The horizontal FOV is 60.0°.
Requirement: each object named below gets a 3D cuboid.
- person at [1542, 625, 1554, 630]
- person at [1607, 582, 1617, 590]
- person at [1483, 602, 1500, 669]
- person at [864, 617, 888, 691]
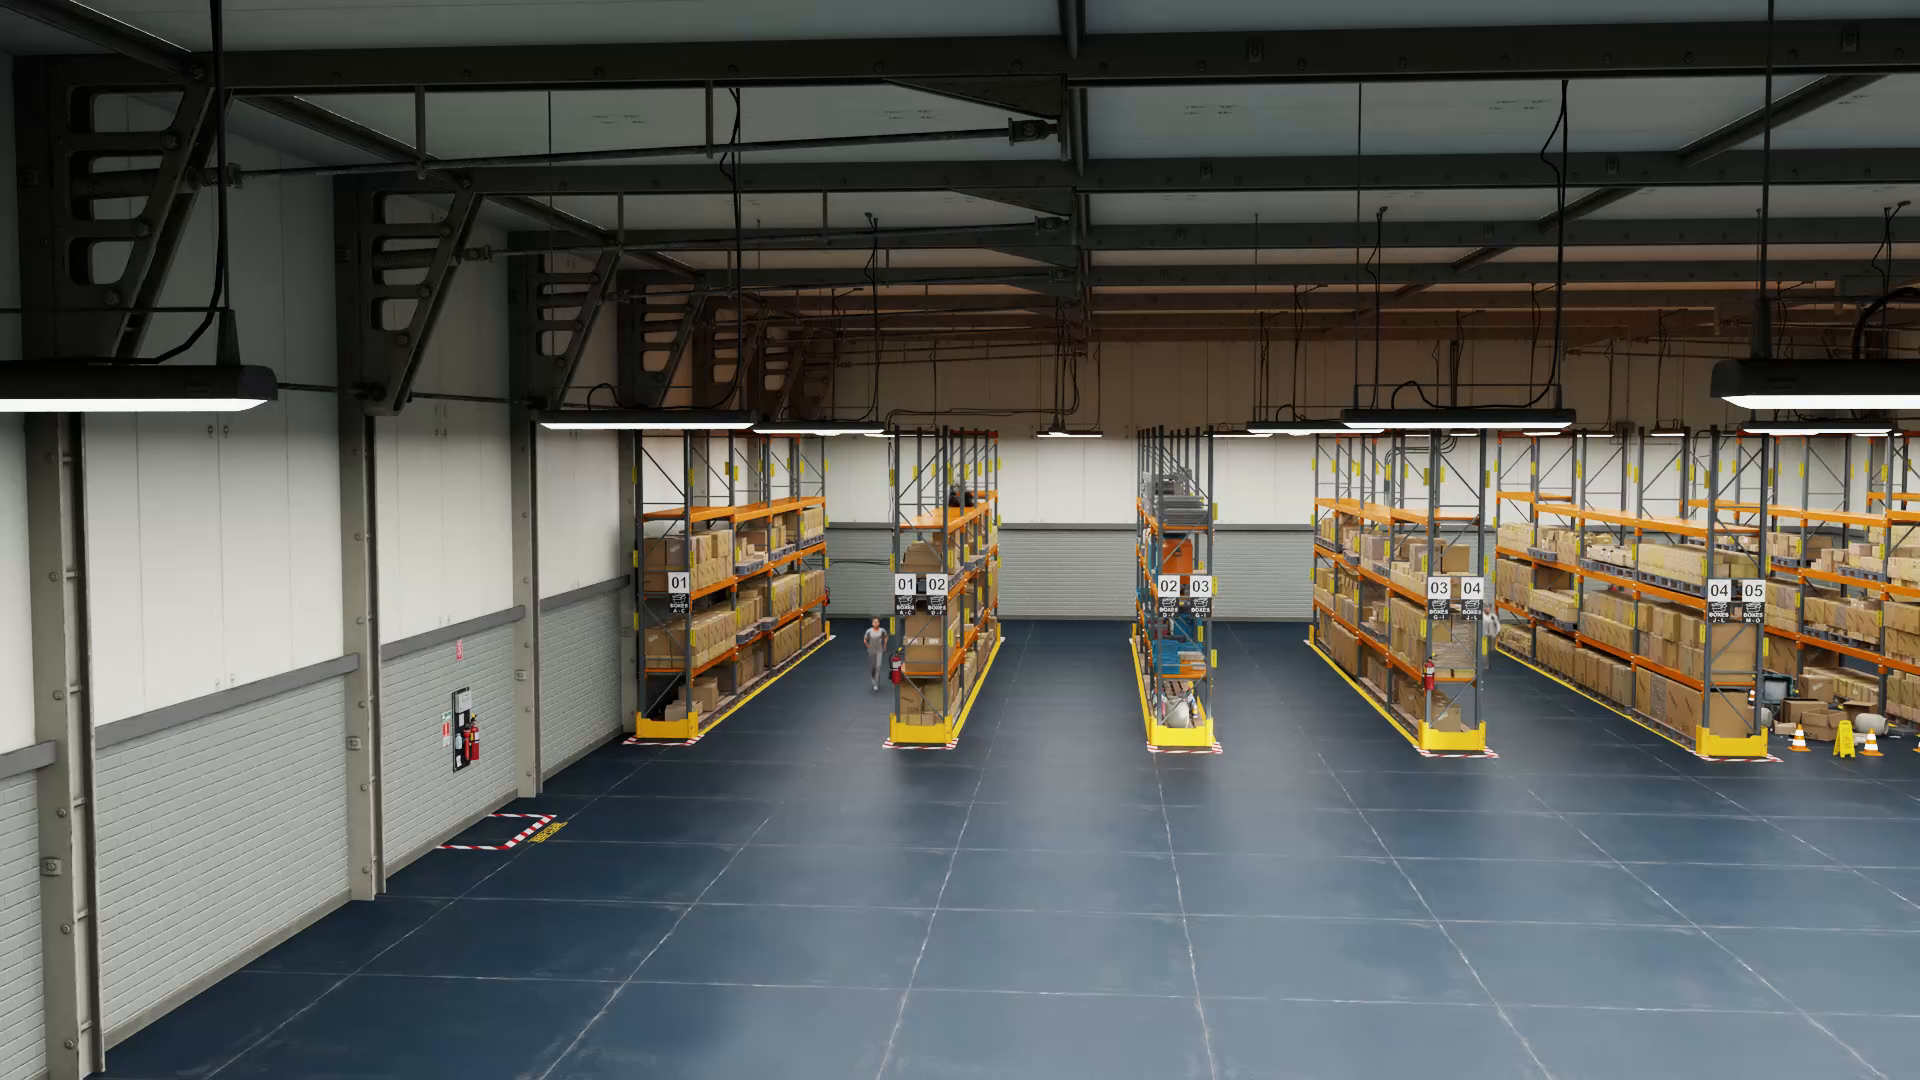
[{"bbox_3d":[16.552,2.118,46.641,0.616,1.597,0.617,-3,4,-38],"label":"person"},{"bbox_3d":[18.573,1.991,47.332,0.984,1.726,0.658,0,3,3],"label":"person"},{"bbox_3d":[13.260,2.392,41.782,0.616,1.673,0.518,1,3,11],"label":"person"},{"bbox_3d":[-1.938,2.597,38.291,0.569,1.657,0.913,0,3,-2],"label":"person"}]
